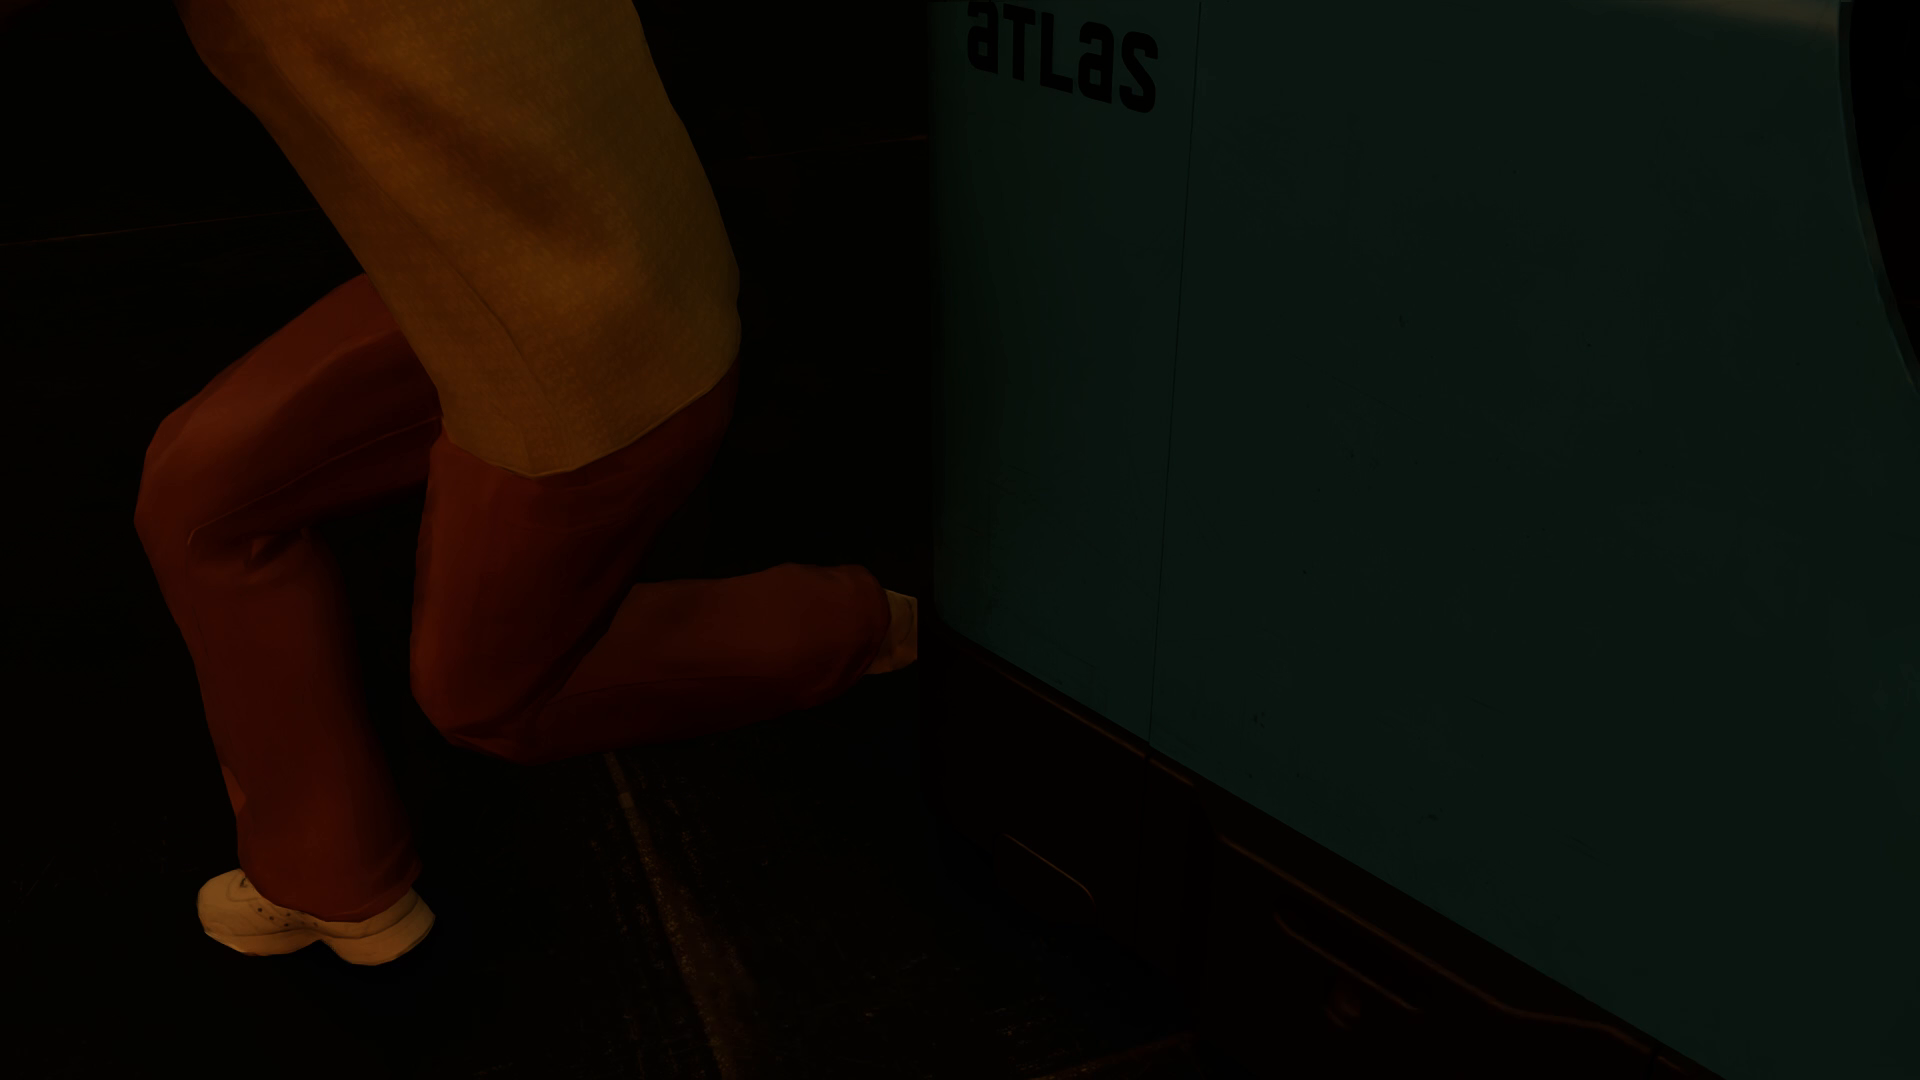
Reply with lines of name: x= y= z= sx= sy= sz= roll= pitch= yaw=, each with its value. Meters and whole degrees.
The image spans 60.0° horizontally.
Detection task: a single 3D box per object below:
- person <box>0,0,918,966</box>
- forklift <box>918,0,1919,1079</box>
person: x=-0.565 y=-0.274 z=1.543 sx=1.068 sy=1.441 sz=0.763 roll=0 pitch=30 yaw=0
forklift: x=1.331 y=-0.573 z=0.545 sx=1.130 sy=2.935 sz=3.031 roll=-25 pitch=38 yaw=-37
